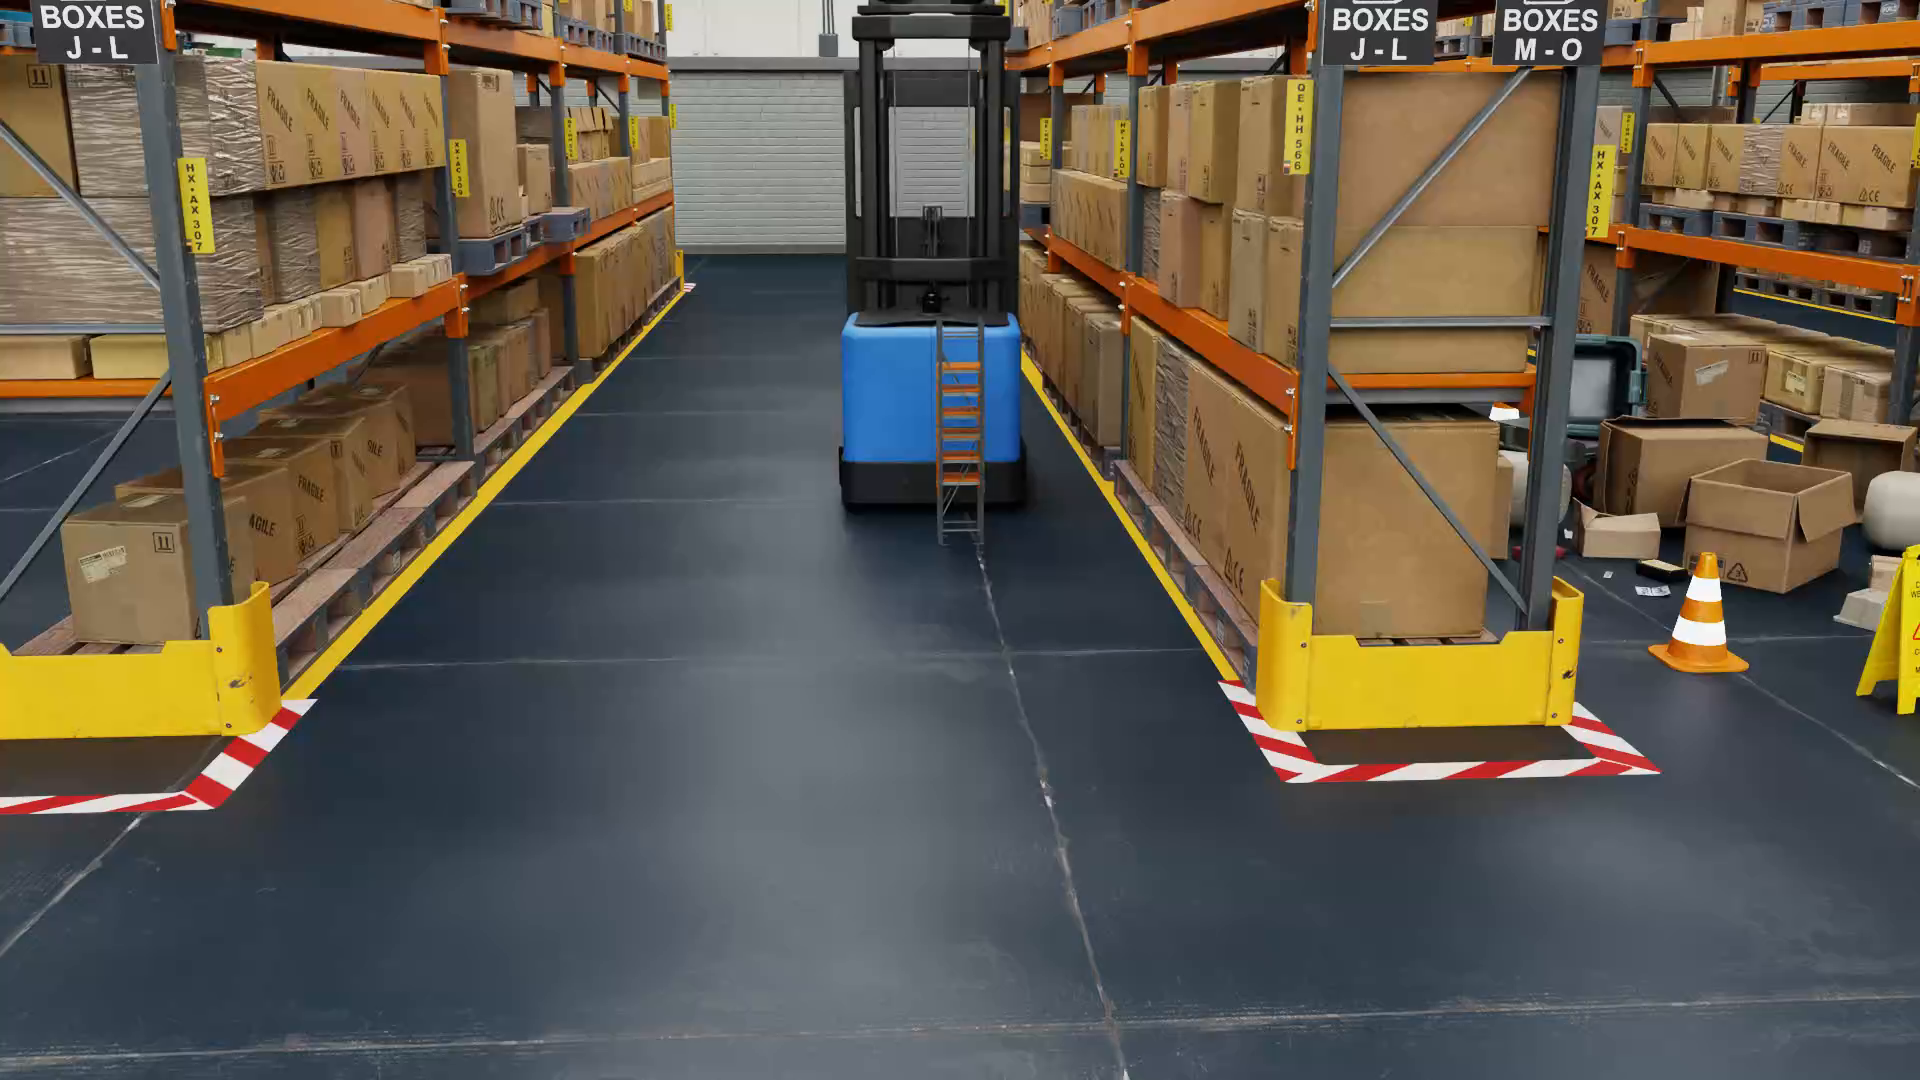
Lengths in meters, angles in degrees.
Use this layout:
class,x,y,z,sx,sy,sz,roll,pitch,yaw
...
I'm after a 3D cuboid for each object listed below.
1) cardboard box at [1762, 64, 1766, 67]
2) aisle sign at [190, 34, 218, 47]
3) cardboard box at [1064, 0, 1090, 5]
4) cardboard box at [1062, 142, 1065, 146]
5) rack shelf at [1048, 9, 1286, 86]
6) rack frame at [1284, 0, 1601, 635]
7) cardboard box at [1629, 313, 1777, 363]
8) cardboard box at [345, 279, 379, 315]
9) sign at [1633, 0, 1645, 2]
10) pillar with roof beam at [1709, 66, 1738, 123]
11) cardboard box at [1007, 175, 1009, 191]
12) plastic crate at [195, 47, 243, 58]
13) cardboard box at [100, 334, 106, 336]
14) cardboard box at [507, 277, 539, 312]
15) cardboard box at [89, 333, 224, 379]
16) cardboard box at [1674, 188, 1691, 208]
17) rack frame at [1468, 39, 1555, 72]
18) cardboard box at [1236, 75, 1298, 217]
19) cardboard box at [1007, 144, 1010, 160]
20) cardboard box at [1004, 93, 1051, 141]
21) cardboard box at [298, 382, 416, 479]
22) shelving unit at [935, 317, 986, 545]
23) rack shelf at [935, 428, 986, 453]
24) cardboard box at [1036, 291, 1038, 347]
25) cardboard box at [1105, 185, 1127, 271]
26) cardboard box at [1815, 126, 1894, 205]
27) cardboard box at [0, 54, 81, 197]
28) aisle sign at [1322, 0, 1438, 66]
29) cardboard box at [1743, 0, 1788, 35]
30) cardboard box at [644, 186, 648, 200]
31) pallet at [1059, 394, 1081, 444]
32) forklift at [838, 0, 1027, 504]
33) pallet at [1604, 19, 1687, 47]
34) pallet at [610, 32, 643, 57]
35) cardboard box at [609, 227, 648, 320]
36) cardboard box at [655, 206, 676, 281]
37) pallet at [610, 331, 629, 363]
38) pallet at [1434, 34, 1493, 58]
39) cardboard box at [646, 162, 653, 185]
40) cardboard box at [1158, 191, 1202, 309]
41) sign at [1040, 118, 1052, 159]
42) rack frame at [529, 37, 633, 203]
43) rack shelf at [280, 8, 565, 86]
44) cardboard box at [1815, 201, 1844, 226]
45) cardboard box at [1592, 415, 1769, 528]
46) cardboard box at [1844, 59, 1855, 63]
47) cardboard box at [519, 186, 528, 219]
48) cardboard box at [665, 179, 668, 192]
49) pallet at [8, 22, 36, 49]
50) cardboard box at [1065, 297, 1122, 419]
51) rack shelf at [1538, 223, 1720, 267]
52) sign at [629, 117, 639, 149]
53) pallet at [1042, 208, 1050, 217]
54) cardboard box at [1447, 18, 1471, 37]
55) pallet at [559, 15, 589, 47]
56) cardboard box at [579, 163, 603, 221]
class,x,y,z,sx,sy,sz,roll,pitch,yaw
cardboard box,10.471,-6.133,21.327,0.380,0.149,0.250,-1,14,-2
aisle sign,-9.448,-5.915,20.778,0.394,0.787,0.004,-1,14,-3
cardboard box,1.074,-4.259,12.675,0.500,0.311,0.500,-1,14,-3
cardboard box,1.238,-3.982,16.950,0.380,0.149,0.250,-1,14,-5
rack shelf,1.373,-3.388,11.598,1.077,0.370,4.000,-1,14,-3
rack frame,1.745,-0.791,6.082,1.000,3.000,0.127,-1,14,-3
cardboard box,6.208,-1.673,13.938,0.950,0.372,0.625,-2,15,-7
cardboard box,-3.075,-1.191,8.139,0.380,0.149,0.250,-1,14,-3
sign,5.629,-4.617,13.736,0.100,0.325,0.005,-1,14,-3
pillar with roof beam,7.077,-8.473,23.898,9.100,9.000,0.400,-1,14,-3
cardboard box,0.653,-3.428,15.990,0.380,0.149,0.250,-1,14,-4
plastic crate,-8.801,-5.752,19.767,0.450,0.188,0.336,-1,14,-3
cardboard box,-3.451,-0.748,6.418,0.380,0.149,0.250,-1,14,-3
cardboard box,-3.636,-1.929,13.132,0.500,0.250,0.500,0,14,-1
cardboard box,-2.992,-0.693,6.203,0.380,0.149,0.250,-1,14,-3
cardboard box,5.973,-2.741,13.321,0.380,0.149,0.250,-2,15,-7
rack frame,5.935,-3.877,18.076,1.000,3.000,0.127,-1,14,-3
cardboard box,1.634,-1.615,6.816,0.875,0.550,0.550,-1,14,-3
cardboard box,0.648,-3.719,15.928,0.380,0.149,0.250,0,14,-1
cardboard box,0.702,-4.565,17.945,0.500,0.500,0.500,-1,14,-5
cardboard box,-3.475,-0.627,9.619,0.500,0.500,0.500,-1,14,-5
shelving unit,0.001,-0.577,8.863,0.258,1.200,0.189,-1,14,-3
rack shelf,0.001,-0.534,8.874,0.258,0.103,0.180,-1,14,-3
cardboard box,0.947,-1.933,14.694,0.500,0.500,0.500,-1,14,-4
cardboard box,1.198,-1.960,10.424,0.500,0.500,0.500,-1,14,-4
cardboard box,6.141,-2.518,11.153,0.500,0.500,0.500,-1,14,-3
cardboard box,-3.493,-1.550,6.225,0.500,0.500,0.500,-1,14,-3
aisle sign,1.450,-2.028,5.672,0.394,0.787,0.004,-1,14,-3
cardboard box,6.306,-4.006,12.350,0.797,0.503,0.637,-1,14,-3
cardboard box,-3.693,-3.878,18.581,0.380,0.149,0.250,-1,14,-5
pallet,1.295,-0.931,12.219,1.003,0.211,1.213,-1,14,-3
forklift,-0.172,-1.938,10.677,1.130,2.935,3.031,0,14,0
pallet,6.090,-4.403,14.478,1.213,0.211,1.003,0,14,-1
pallet,-3.996,-5.338,17.910,1.003,0.211,1.213,-1,14,-3
cardboard box,-3.896,-2.740,17.076,1.225,0.875,0.875,-1,14,-3
cardboard box,-4.084,-3.736,20.946,0.875,0.875,0.875,-1,14,-3
pallet,-3.754,-1.879,15.905,1.003,0.211,1.213,-1,14,-3
pallet,5.895,-5.491,18.505,1.003,0.211,1.213,-1,14,-3
cardboard box,-3.787,-4.169,18.914,0.500,0.250,0.500,-1,14,-2
cardboard box,1.504,-1.495,8.515,0.875,0.550,0.550,-1,14,-3
sign,0.708,-3.293,13.639,0.100,0.325,0.005,-1,14,-3
rack frame,-3.956,-3.724,17.481,1.000,3.000,0.127,-1,14,-3
rack shelf,-3.584,-3.336,11.398,1.077,0.370,4.000,-1,14,-3
cardboard box,6.073,-2.222,11.306,0.380,0.149,0.250,-1,14,-4
cardboard box,3.977,-0.380,9.220,0.797,0.637,0.503,-1,14,-3
cardboard box,10.554,-5.627,19.359,0.380,0.149,0.250,0,14,-2
cardboard box,-3.335,-2.457,11.984,0.396,0.266,0.258,-1,14,-5
cardboard box,-3.820,-4.387,20.559,0.380,0.149,0.250,-1,14,-3
pallet,-8.680,-4.534,14.986,1.003,0.211,1.213,-1,14,-3
cardboard box,1.313,-1.293,11.704,1.050,0.750,0.750,-1,14,-3
rack shelf,6.059,-3.031,16.232,1.077,0.370,4.000,-1,14,-3
sign,-3.415,-4.257,17.389,0.100,0.325,0.005,-1,14,-3
pallet,1.085,-3.180,15.750,1.003,0.211,1.213,-1,14,-3
cardboard box,5.576,-5.671,18.252,0.396,0.266,0.258,0,14,-2
pallet,-3.801,-4.250,13.884,1.213,0.211,1.003,0,14,-1
cardboard box,-3.536,-3.159,15.082,0.500,0.500,0.500,-1,14,-4
